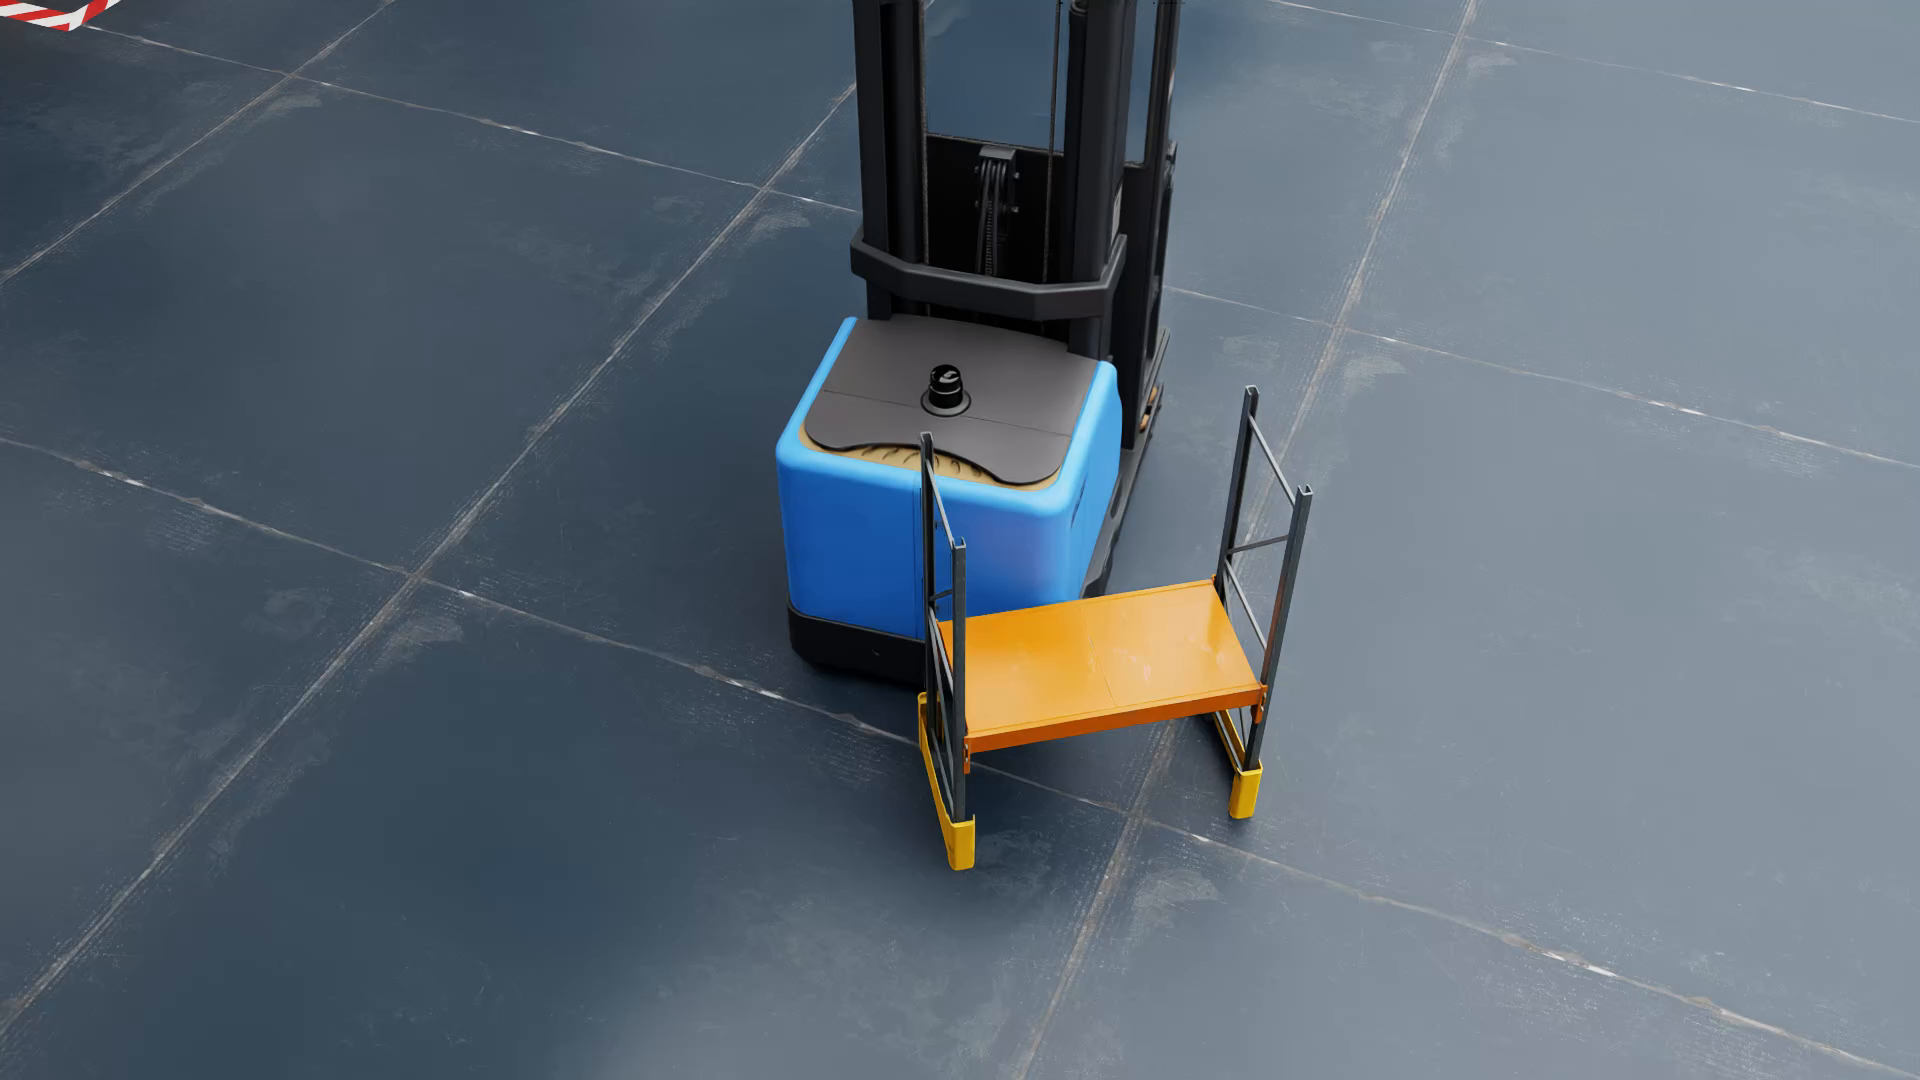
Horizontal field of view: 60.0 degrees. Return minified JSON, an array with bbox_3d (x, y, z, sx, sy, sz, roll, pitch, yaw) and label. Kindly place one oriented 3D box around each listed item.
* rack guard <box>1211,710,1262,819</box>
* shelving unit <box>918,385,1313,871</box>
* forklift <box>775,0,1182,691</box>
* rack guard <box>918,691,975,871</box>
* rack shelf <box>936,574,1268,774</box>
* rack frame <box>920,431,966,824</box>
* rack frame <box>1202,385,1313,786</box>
[{"bbox_3d":[0.924,0.676,5.894,0.087,0.250,0.587,-9,46,-9],"label":"rack guard"},{"bbox_3d":[0.437,0.307,5.378,1.083,1.500,0.587,-9,46,-9],"label":"shelving unit"},{"bbox_3d":[0.258,-1.485,6.164,1.130,2.935,3.031,11,46,11],"label":"forklift"},{"bbox_3d":[-0.049,0.824,5.744,0.087,0.250,0.587,-9,46,-9],"label":"rack guard"},{"bbox_3d":[0.446,0.433,5.506,1.000,0.185,0.538,-9,46,-9],"label":"rack shelf"},{"bbox_3d":[-0.051,0.381,5.303,0.032,1.500,0.500,-9,46,-9],"label":"rack frame"},{"bbox_3d":[0.943,0.230,5.456,0.032,1.500,0.500,-9,46,-9],"label":"rack frame"}]
